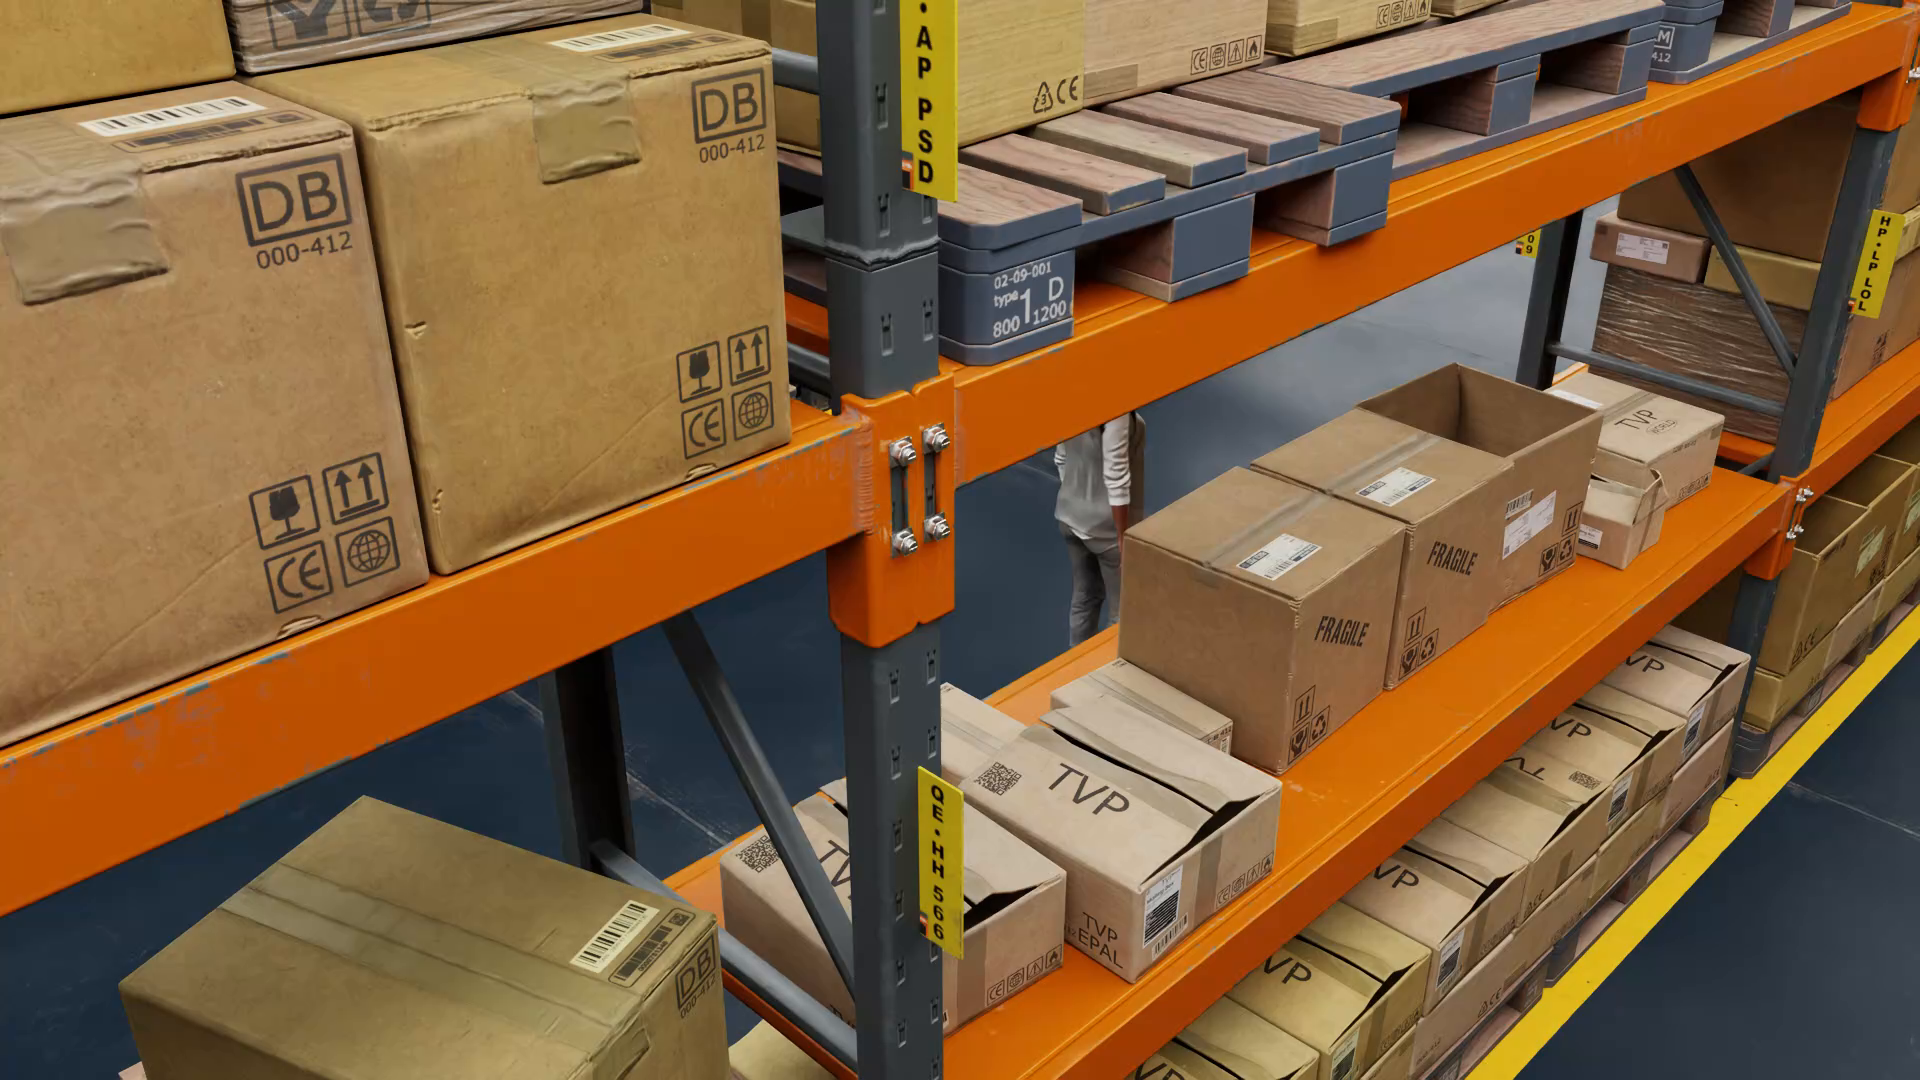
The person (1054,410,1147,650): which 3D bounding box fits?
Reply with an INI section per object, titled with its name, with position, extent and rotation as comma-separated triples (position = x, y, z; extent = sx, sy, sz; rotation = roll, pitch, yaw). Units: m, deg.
[person]
position = 0.559, -0.064, 6.219
extent = 0.398, 1.612, 0.461
rotation = -19, 34, -32
